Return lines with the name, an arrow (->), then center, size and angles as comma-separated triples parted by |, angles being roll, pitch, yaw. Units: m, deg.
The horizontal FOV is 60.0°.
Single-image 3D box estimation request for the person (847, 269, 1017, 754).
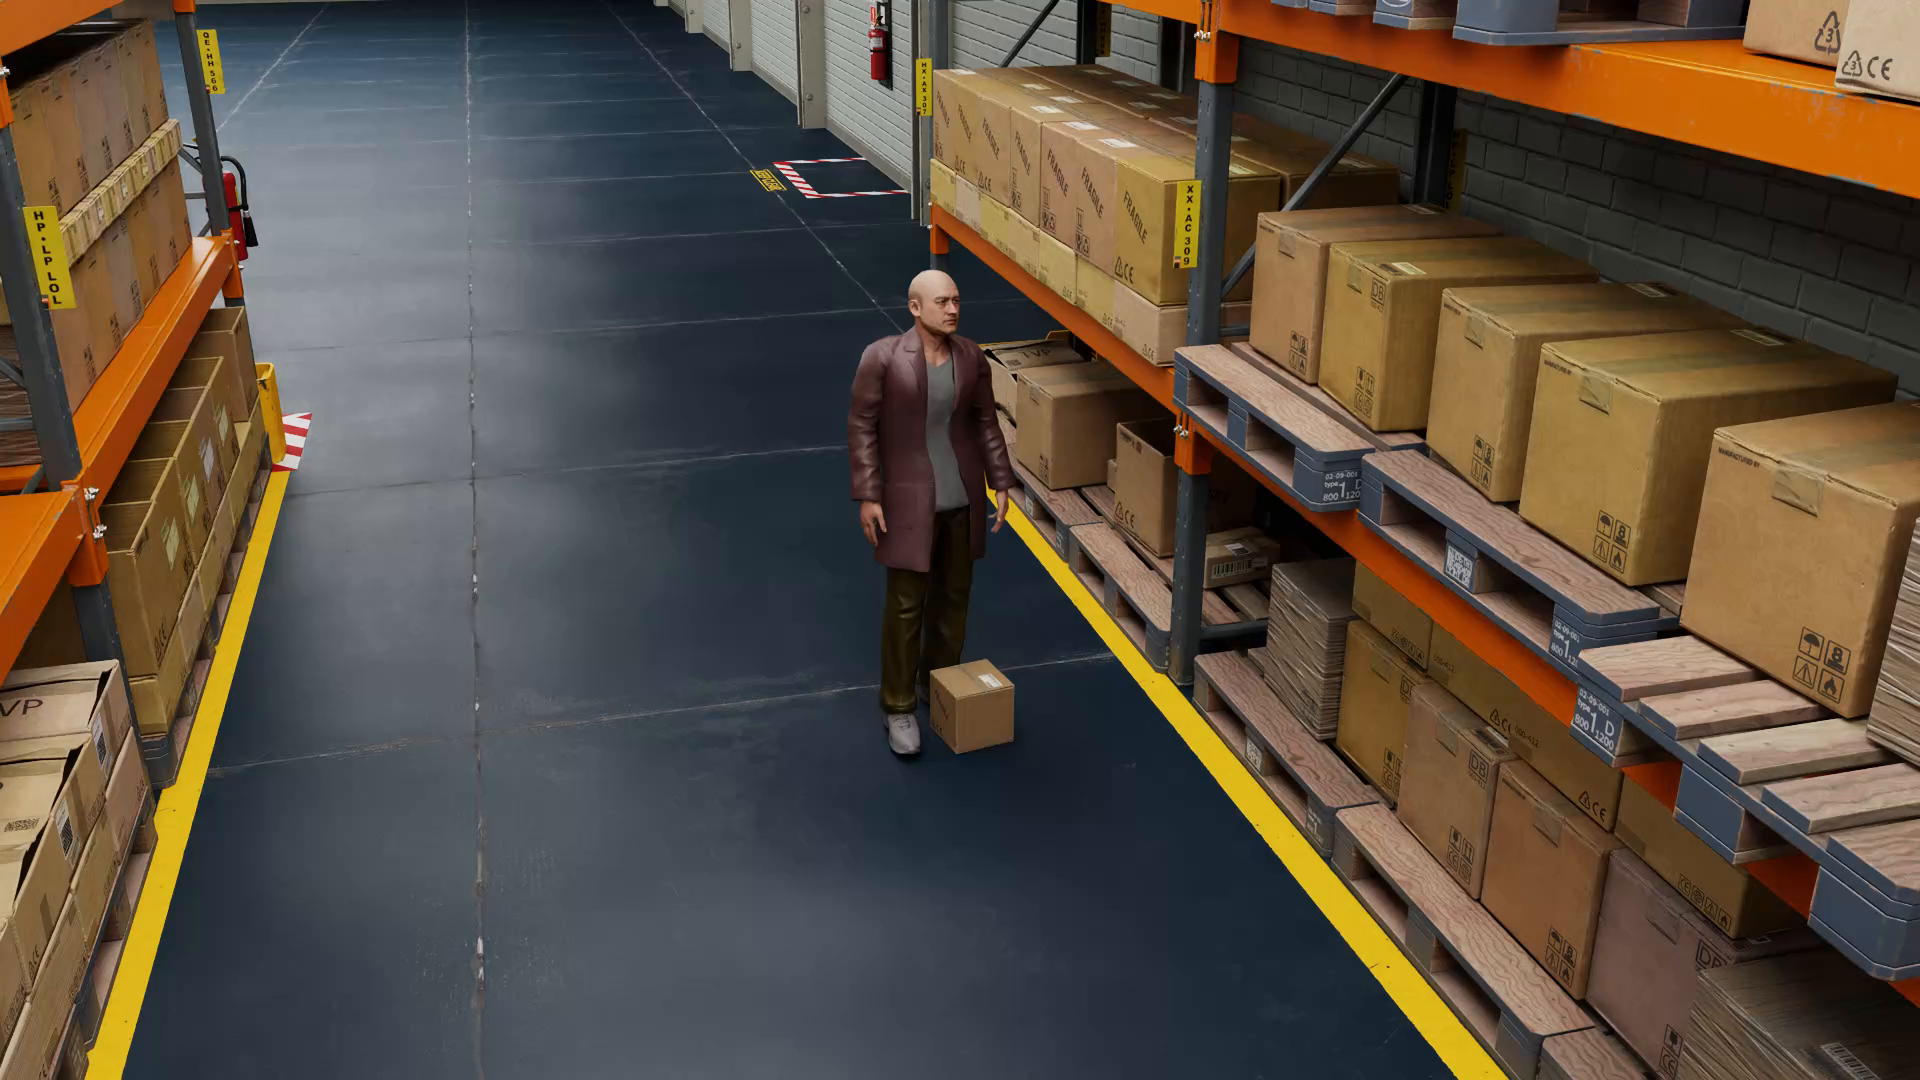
person -> -0.062, -0.121, 6.380 | 0.698, 1.779, 0.579 | -11, 25, -25
